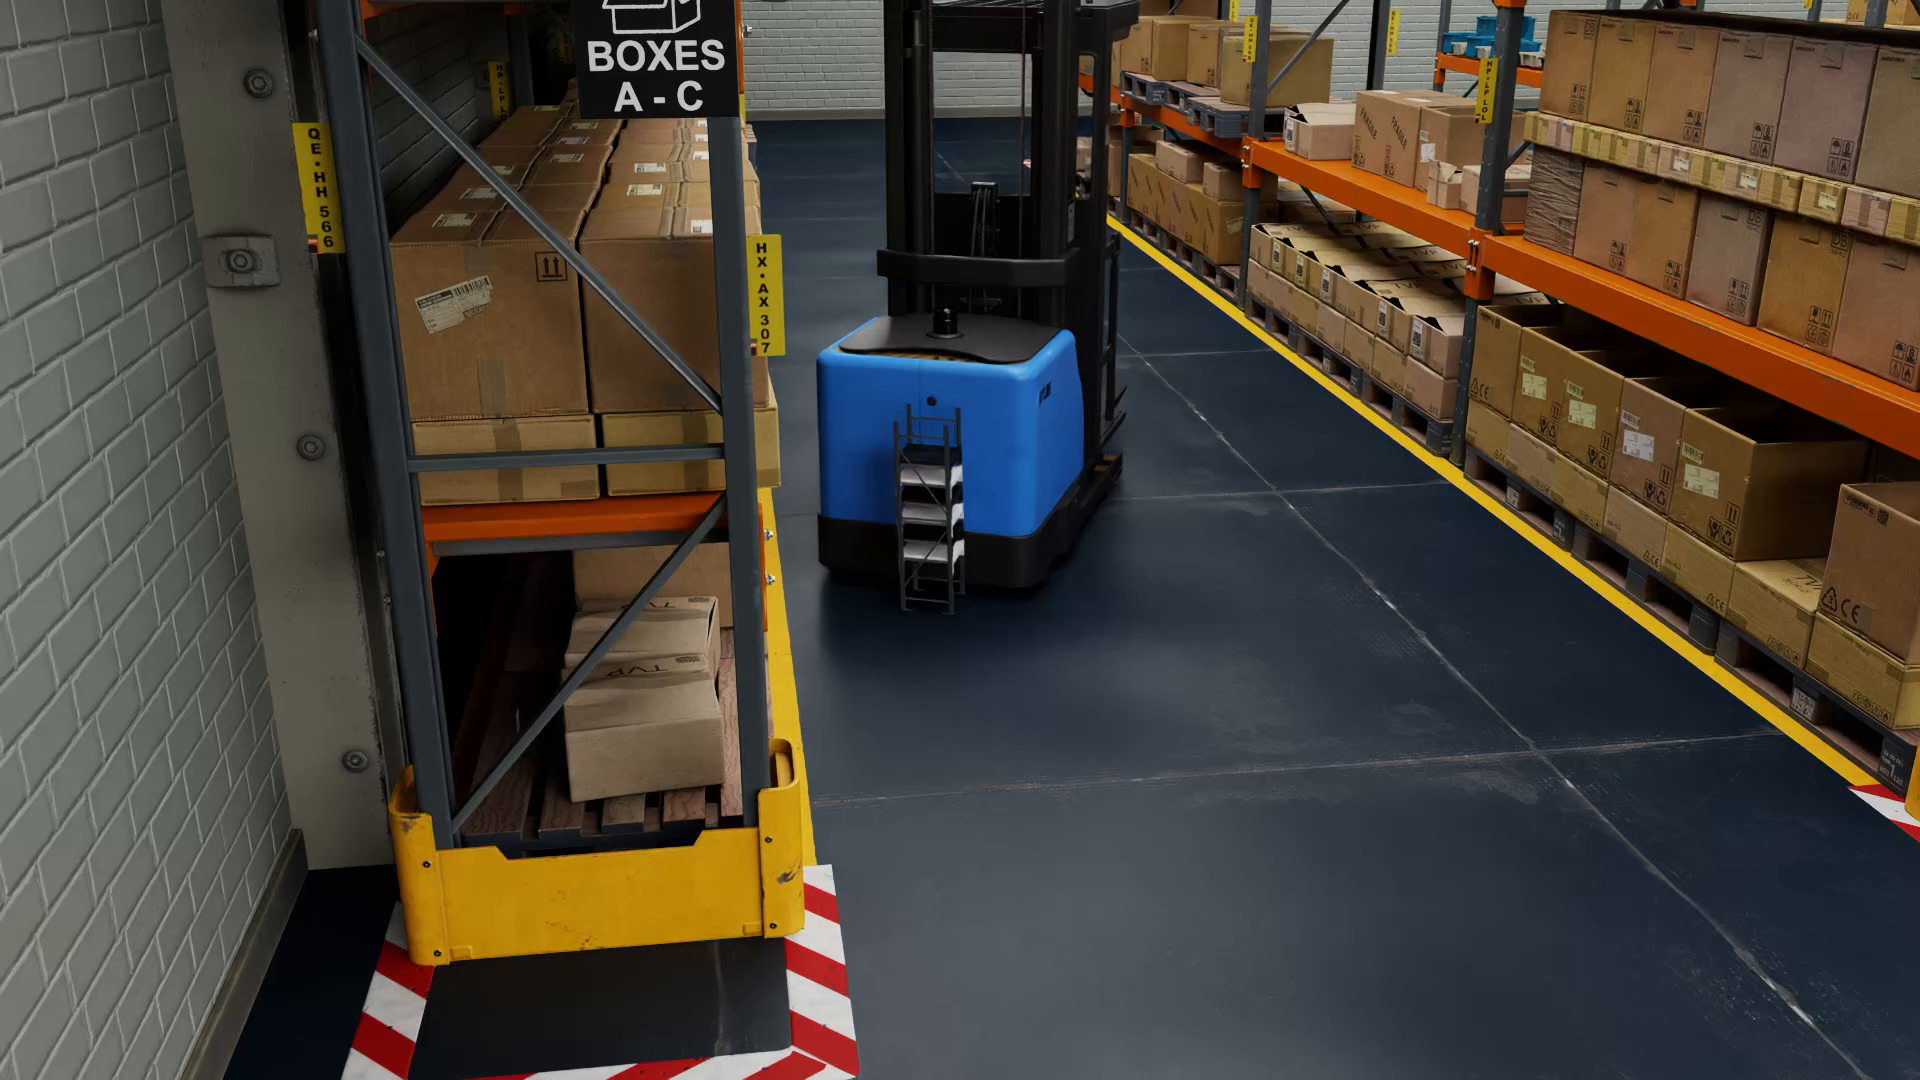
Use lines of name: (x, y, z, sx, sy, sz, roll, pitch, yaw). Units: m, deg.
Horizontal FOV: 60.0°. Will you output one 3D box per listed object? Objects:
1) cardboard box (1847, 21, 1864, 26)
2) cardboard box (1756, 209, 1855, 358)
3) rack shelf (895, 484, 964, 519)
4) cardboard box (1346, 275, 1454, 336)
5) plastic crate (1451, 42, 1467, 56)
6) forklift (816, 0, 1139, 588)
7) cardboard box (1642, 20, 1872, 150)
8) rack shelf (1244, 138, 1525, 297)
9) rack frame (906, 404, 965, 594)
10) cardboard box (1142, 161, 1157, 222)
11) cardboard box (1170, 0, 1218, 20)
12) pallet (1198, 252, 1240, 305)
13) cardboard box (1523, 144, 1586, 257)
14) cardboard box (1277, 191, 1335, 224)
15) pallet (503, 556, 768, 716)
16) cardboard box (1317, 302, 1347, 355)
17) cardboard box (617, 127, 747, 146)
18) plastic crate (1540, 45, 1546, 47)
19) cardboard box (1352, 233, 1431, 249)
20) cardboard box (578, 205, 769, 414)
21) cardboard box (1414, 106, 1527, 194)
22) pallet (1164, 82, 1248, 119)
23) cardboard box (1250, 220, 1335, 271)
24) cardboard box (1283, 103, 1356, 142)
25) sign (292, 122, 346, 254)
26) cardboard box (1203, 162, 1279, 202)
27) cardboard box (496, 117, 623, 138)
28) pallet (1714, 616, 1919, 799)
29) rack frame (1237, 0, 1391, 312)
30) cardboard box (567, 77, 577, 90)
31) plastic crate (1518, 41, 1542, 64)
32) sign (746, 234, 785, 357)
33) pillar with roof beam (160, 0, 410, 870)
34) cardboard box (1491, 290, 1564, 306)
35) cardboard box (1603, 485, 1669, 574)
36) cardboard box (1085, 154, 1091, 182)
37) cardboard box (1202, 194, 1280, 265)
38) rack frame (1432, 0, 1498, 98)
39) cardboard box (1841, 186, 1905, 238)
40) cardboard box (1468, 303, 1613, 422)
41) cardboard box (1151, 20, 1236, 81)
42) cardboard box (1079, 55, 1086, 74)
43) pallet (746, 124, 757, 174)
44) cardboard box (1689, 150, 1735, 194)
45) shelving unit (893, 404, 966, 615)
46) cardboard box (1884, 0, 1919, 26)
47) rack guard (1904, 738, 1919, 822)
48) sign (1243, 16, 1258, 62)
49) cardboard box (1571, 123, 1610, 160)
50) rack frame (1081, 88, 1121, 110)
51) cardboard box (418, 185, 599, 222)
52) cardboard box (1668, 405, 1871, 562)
cardboard box: (11.224, -6.216, 20.360, 0.500, 0.250, 0.500, -3, 21, -8)
cardboard box: (3.642, -1.031, 6.546, 0.700, 0.500, 0.500, -3, 21, -7)
rack shelf: (-0.131, -0.179, 7.224, 0.258, 0.077, 0.200, 5, 27, 13)
cardboard box: (2.774, -1.503, 10.480, 0.500, 0.311, 0.500, -3, 21, -8)
plastic crate: (6.113, -5.943, 20.133, 0.250, 0.136, 0.298, -3, 21, -8)
forklift: (0.254, -1.641, 8.421, 1.130, 2.935, 3.031, 6, 21, 16)
cardboard box: (3.482, -2.006, 7.302, 0.700, 0.500, 0.500, -3, 21, -8)
rack shelf: (2.978, -2.208, 10.870, 1.077, 0.370, 4.000, -3, 21, -8)
rack frame: (-0.105, -0.171, 7.337, 0.240, 0.900, 0.006, 5, 27, 13)
cardboard box: (2.030, -3.294, 15.692, 0.500, 0.500, 0.500, -3, 21, -7)
cardboard box: (2.324, -5.315, 16.588, 0.500, 0.500, 0.500, -2, 21, -6)
pallet: (2.620, -2.192, 13.783, 1.003, 0.211, 1.213, -3, 21, -8)
cardboard box: (3.337, -1.746, 8.462, 0.700, 0.500, 0.500, -3, 21, -9)
cardboard box: (2.826, -2.626, 13.903, 0.500, 0.500, 0.500, -4, 21, -10)
pallet: (-1.324, 0.359, 6.954, 1.003, 0.211, 1.213, -3, 21, -8)
cardboard box: (2.703, -1.419, 11.058, 0.500, 0.250, 0.500, -2, 21, -7)
cardboard box: (-1.121, -1.397, 6.782, 0.500, 0.500, 0.500, -4, 21, -9)
plastic crate: (6.763, -5.786, 19.713, 0.396, 0.136, 0.243, -3, 21, -8)
cardboard box: (3.091, -2.061, 11.974, 0.500, 0.311, 0.500, -3, 21, -9)
cardboard box: (-0.830, -0.688, 4.884, 0.500, 0.500, 0.500, -3, 21, -8)
cardboard box: (3.096, -2.349, 10.075, 0.500, 0.500, 0.500, -1, 21, -4)
pallet: (2.405, -3.821, 14.434, 1.003, 0.211, 1.213, -3, 21, -8)
cardboard box: (2.475, -2.213, 12.382, 0.500, 0.311, 0.500, -2, 21, -6)
cardboard box: (2.699, -3.068, 12.270, 0.500, 0.311, 0.500, -2, 21, -4)
sign: (-1.610, -0.886, 4.195, 0.100, 0.325, 0.005, -3, 21, -8)
cardboard box: (2.311, -2.955, 13.714, 0.500, 0.250, 0.500, -2, 21, -6)
cardboard box: (-1.703, -1.540, 7.165, 0.500, 0.500, 0.500, -3, 21, -8)
pallet: (3.692, 0.576, 6.373, 1.003, 0.211, 1.213, -3, 21, -8)
rack frame: (2.690, -3.238, 12.598, 1.000, 3.000, 0.127, -3, 21, -8)
cardboard box: (-1.874, -2.453, 9.725, 0.700, 0.500, 0.500, 0, 20, 0)
plastic crate: (6.382, -5.544, 18.926, 0.416, 0.233, 0.300, -3, 21, -8)
sign: (-0.521, -0.650, 4.431, 0.100, 0.325, 0.005, -3, 21, -8)
pillar with roof beam: (2.245, -3.443, 4.573, 9.100, 9.000, 0.400, -3, 21, -8)
cardboard box: (3.387, -1.353, 10.081, 0.500, 0.311, 0.500, -3, 21, -8)
cardboard box: (3.245, -0.066, 7.436, 0.500, 0.250, 0.500, -3, 21, -8)
cardboard box: (1.642, -4.012, 17.885, 0.500, 0.311, 0.500, -3, 21, -8)
cardboard box: (2.323, -2.585, 13.794, 0.500, 0.500, 0.500, -2, 21, -6)
rack frame: (6.439, -6.256, 20.679, 1.000, 3.000, 0.127, -3, 21, -8)
cardboard box: (3.489, -1.208, 6.092, 0.380, 0.149, 0.250, -3, 21, -7)
cardboard box: (3.024, -0.936, 8.694, 0.500, 0.500, 0.500, -3, 21, -8)
cardboard box: (2.122, -4.456, 15.117, 0.700, 0.500, 0.500, 0, 20, 1)
cardboard box: (1.559, -5.362, 18.143, 0.500, 0.500, 0.500, -3, 21, -7)
pallet: (-2.003, -2.655, 11.313, 1.213, 0.211, 1.003, -3, 21, -8)
cardboard box: (3.340, -1.565, 7.048, 0.380, 0.149, 0.250, -3, 21, -8)
shelving unit: (-0.129, -0.128, 7.248, 0.258, 0.900, 0.210, 5, 27, 13)
cardboard box: (11.295, -6.394, 19.767, 0.500, 0.500, 0.500, -3, 21, -9)
rack guard: (3.847, 0.711, 5.597, 1.175, 0.500, 0.348, -3, 21, -8)
sign: (2.154, -3.712, 12.327, 0.100, 0.325, 0.005, -3, 21, -8)
cardboard box: (3.189, -1.925, 8.012, 0.380, 0.149, 0.250, -3, 21, -9)
rack frame: (1.537, -6.008, 20.014, 1.000, 3.000, 0.127, -3, 21, -8)
cardboard box: (-1.399, -0.834, 5.277, 0.500, 0.500, 0.500, -3, 21, -7)
cardboard box: (3.313, -0.244, 6.840, 0.500, 0.500, 0.500, -3, 21, -8)
